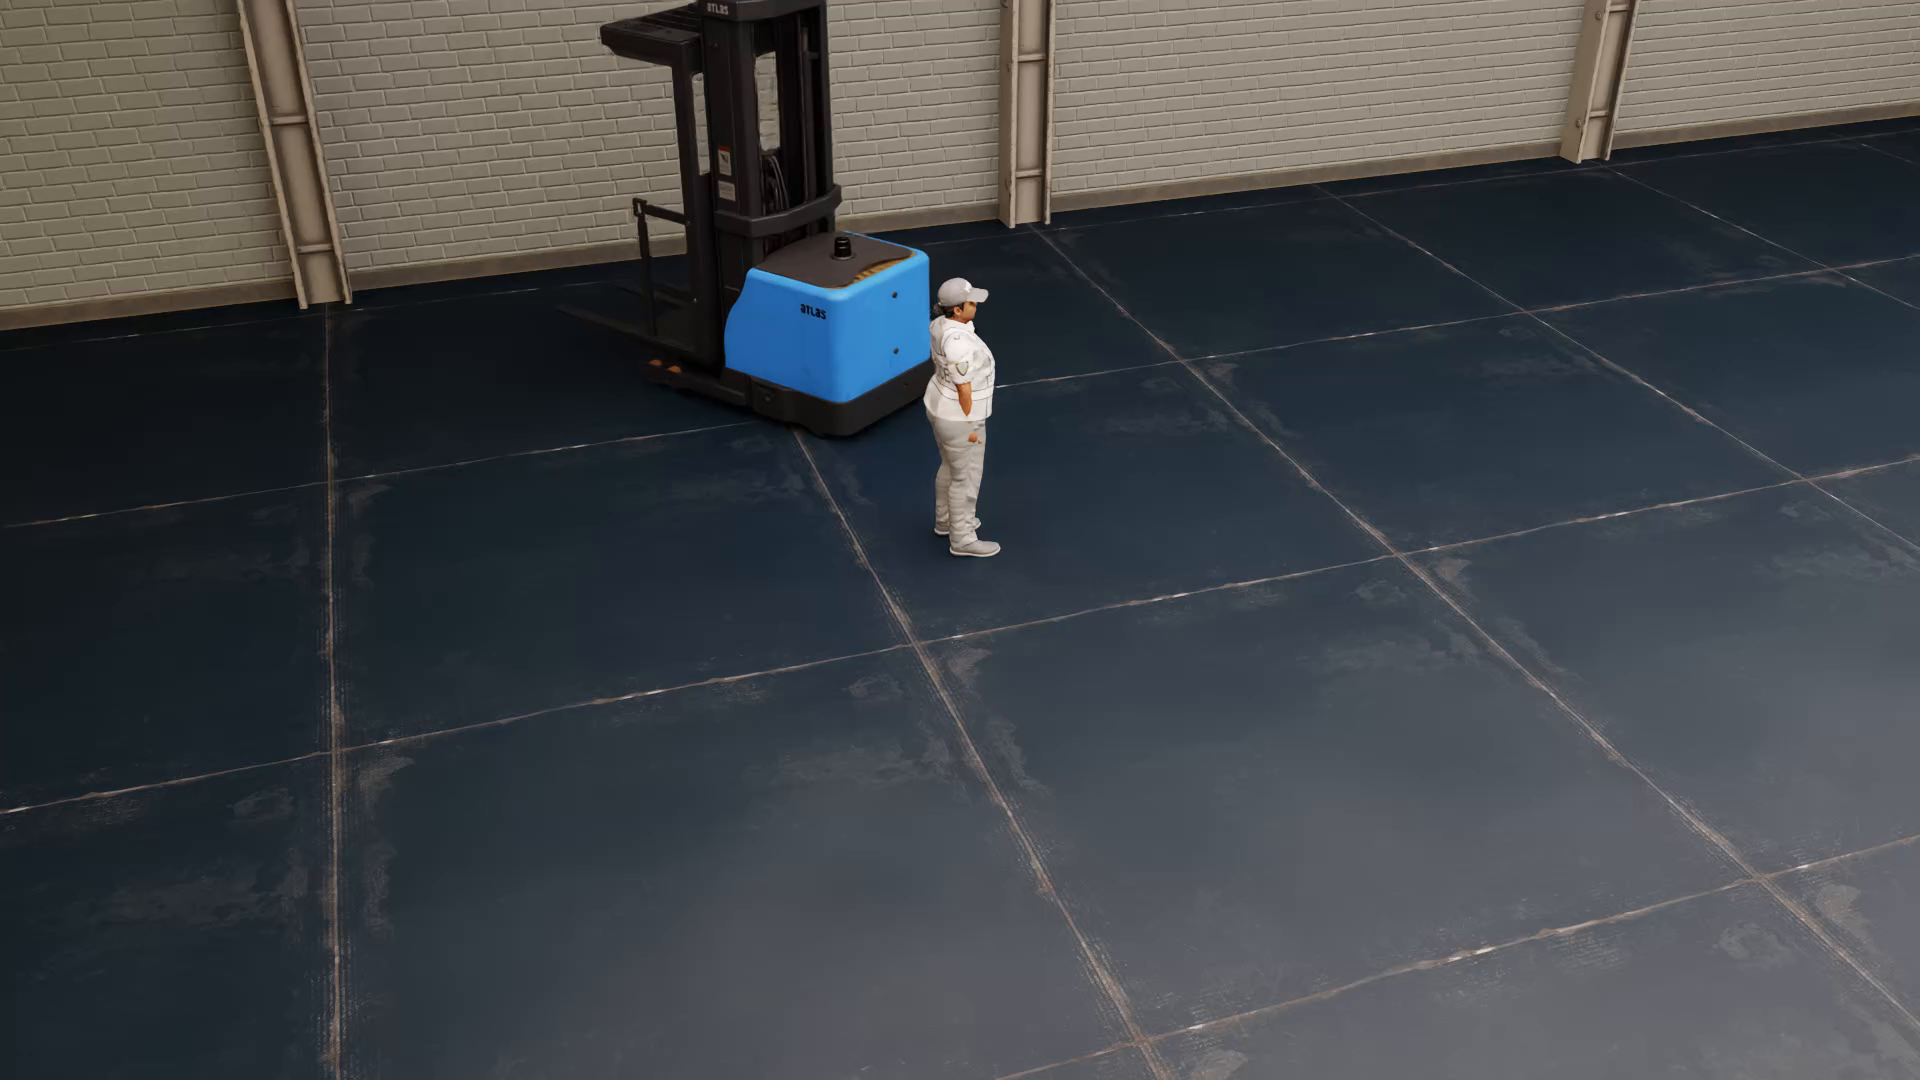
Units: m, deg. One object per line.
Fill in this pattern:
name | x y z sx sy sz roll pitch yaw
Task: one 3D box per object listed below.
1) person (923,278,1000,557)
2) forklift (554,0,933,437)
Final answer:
person | 0.006 -0.716 9.609 0.394 1.668 0.483 -10 31 -16
forklift | -1.677 -2.537 11.496 3.031 2.935 1.130 20 36 31
